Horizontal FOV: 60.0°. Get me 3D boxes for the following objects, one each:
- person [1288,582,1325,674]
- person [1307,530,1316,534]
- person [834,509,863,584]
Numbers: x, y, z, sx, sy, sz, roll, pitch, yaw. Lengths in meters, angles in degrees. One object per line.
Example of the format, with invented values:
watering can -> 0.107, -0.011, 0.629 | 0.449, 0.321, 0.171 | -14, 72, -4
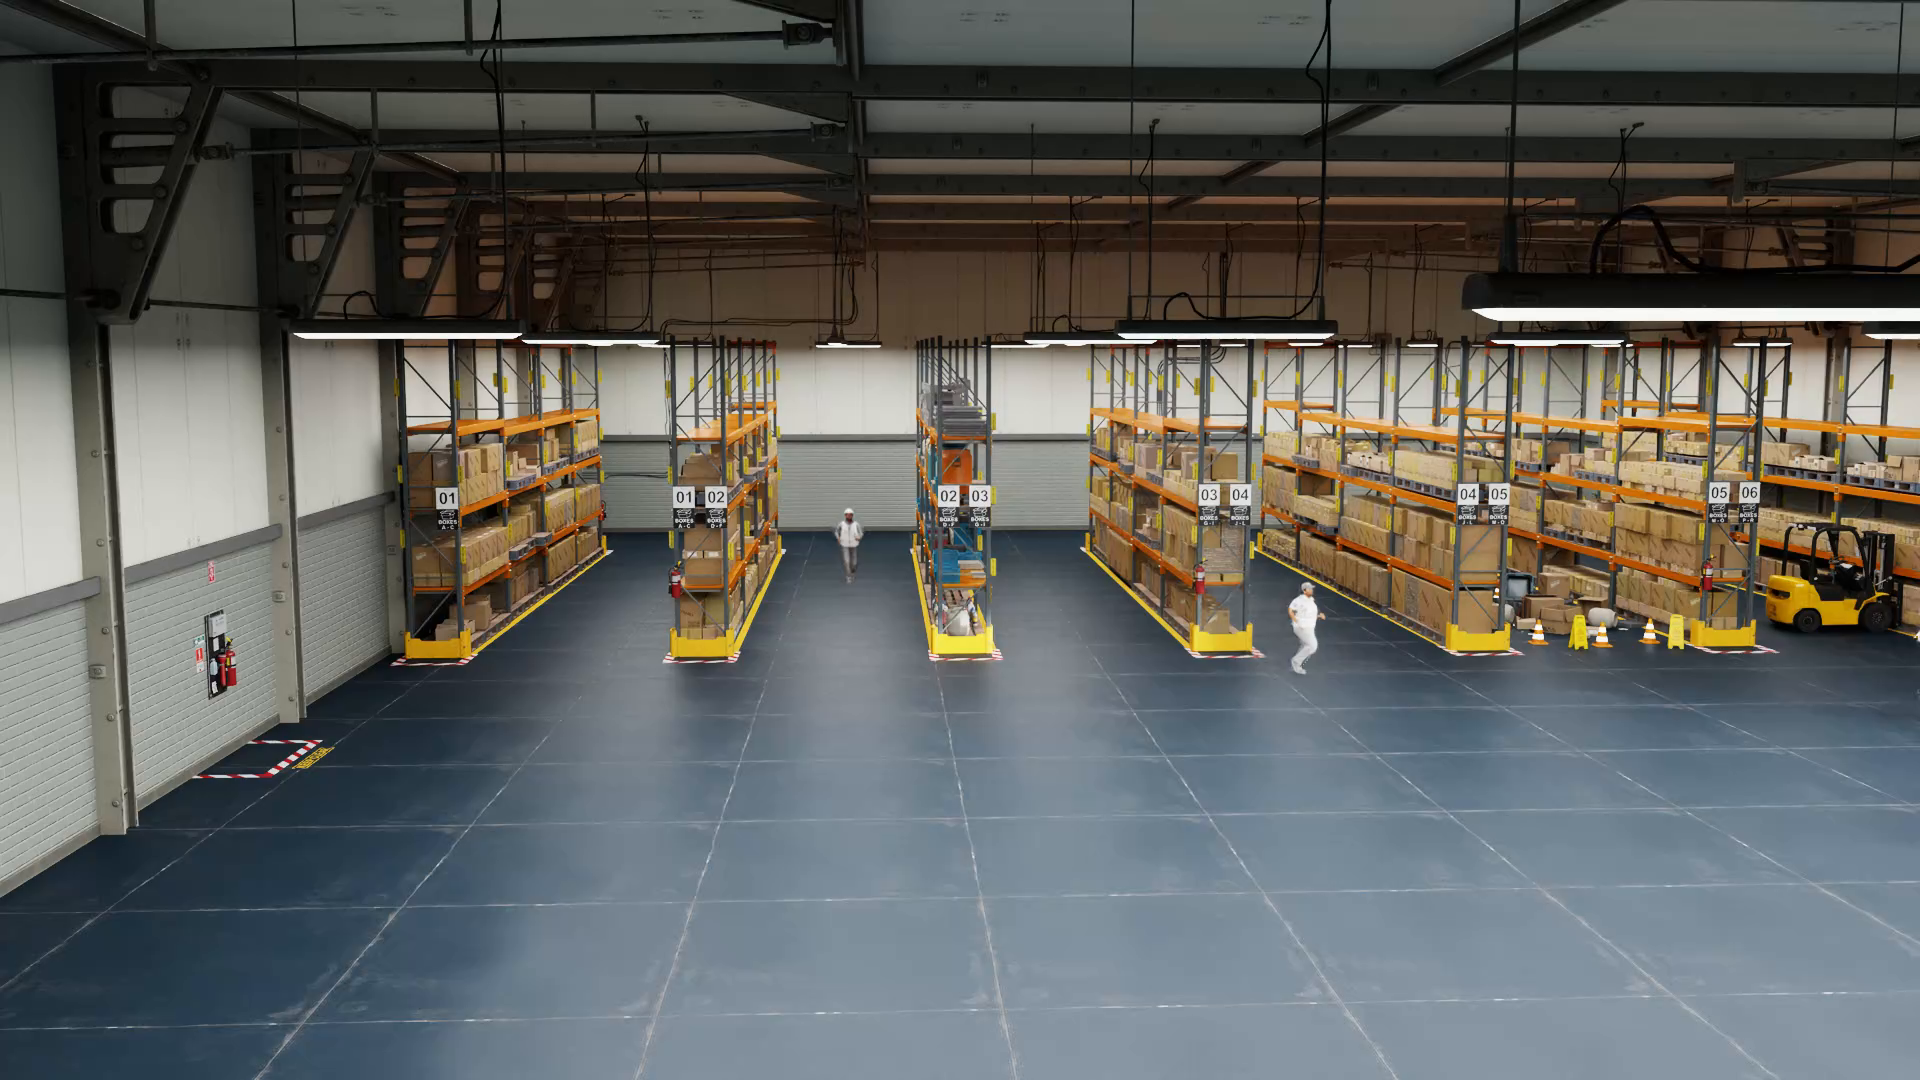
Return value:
person -> 6.177, 1.558, 29.530 | 0.577, 1.633, 0.586 | 4, 8, 34
person -> 10.239, -0.657, 48.614 | 0.680, 1.783, 0.835 | -4, 8, -31
person -> -2.604, 0.144, 39.004 | 0.667, 1.756, 0.716 | -1, 7, -10
